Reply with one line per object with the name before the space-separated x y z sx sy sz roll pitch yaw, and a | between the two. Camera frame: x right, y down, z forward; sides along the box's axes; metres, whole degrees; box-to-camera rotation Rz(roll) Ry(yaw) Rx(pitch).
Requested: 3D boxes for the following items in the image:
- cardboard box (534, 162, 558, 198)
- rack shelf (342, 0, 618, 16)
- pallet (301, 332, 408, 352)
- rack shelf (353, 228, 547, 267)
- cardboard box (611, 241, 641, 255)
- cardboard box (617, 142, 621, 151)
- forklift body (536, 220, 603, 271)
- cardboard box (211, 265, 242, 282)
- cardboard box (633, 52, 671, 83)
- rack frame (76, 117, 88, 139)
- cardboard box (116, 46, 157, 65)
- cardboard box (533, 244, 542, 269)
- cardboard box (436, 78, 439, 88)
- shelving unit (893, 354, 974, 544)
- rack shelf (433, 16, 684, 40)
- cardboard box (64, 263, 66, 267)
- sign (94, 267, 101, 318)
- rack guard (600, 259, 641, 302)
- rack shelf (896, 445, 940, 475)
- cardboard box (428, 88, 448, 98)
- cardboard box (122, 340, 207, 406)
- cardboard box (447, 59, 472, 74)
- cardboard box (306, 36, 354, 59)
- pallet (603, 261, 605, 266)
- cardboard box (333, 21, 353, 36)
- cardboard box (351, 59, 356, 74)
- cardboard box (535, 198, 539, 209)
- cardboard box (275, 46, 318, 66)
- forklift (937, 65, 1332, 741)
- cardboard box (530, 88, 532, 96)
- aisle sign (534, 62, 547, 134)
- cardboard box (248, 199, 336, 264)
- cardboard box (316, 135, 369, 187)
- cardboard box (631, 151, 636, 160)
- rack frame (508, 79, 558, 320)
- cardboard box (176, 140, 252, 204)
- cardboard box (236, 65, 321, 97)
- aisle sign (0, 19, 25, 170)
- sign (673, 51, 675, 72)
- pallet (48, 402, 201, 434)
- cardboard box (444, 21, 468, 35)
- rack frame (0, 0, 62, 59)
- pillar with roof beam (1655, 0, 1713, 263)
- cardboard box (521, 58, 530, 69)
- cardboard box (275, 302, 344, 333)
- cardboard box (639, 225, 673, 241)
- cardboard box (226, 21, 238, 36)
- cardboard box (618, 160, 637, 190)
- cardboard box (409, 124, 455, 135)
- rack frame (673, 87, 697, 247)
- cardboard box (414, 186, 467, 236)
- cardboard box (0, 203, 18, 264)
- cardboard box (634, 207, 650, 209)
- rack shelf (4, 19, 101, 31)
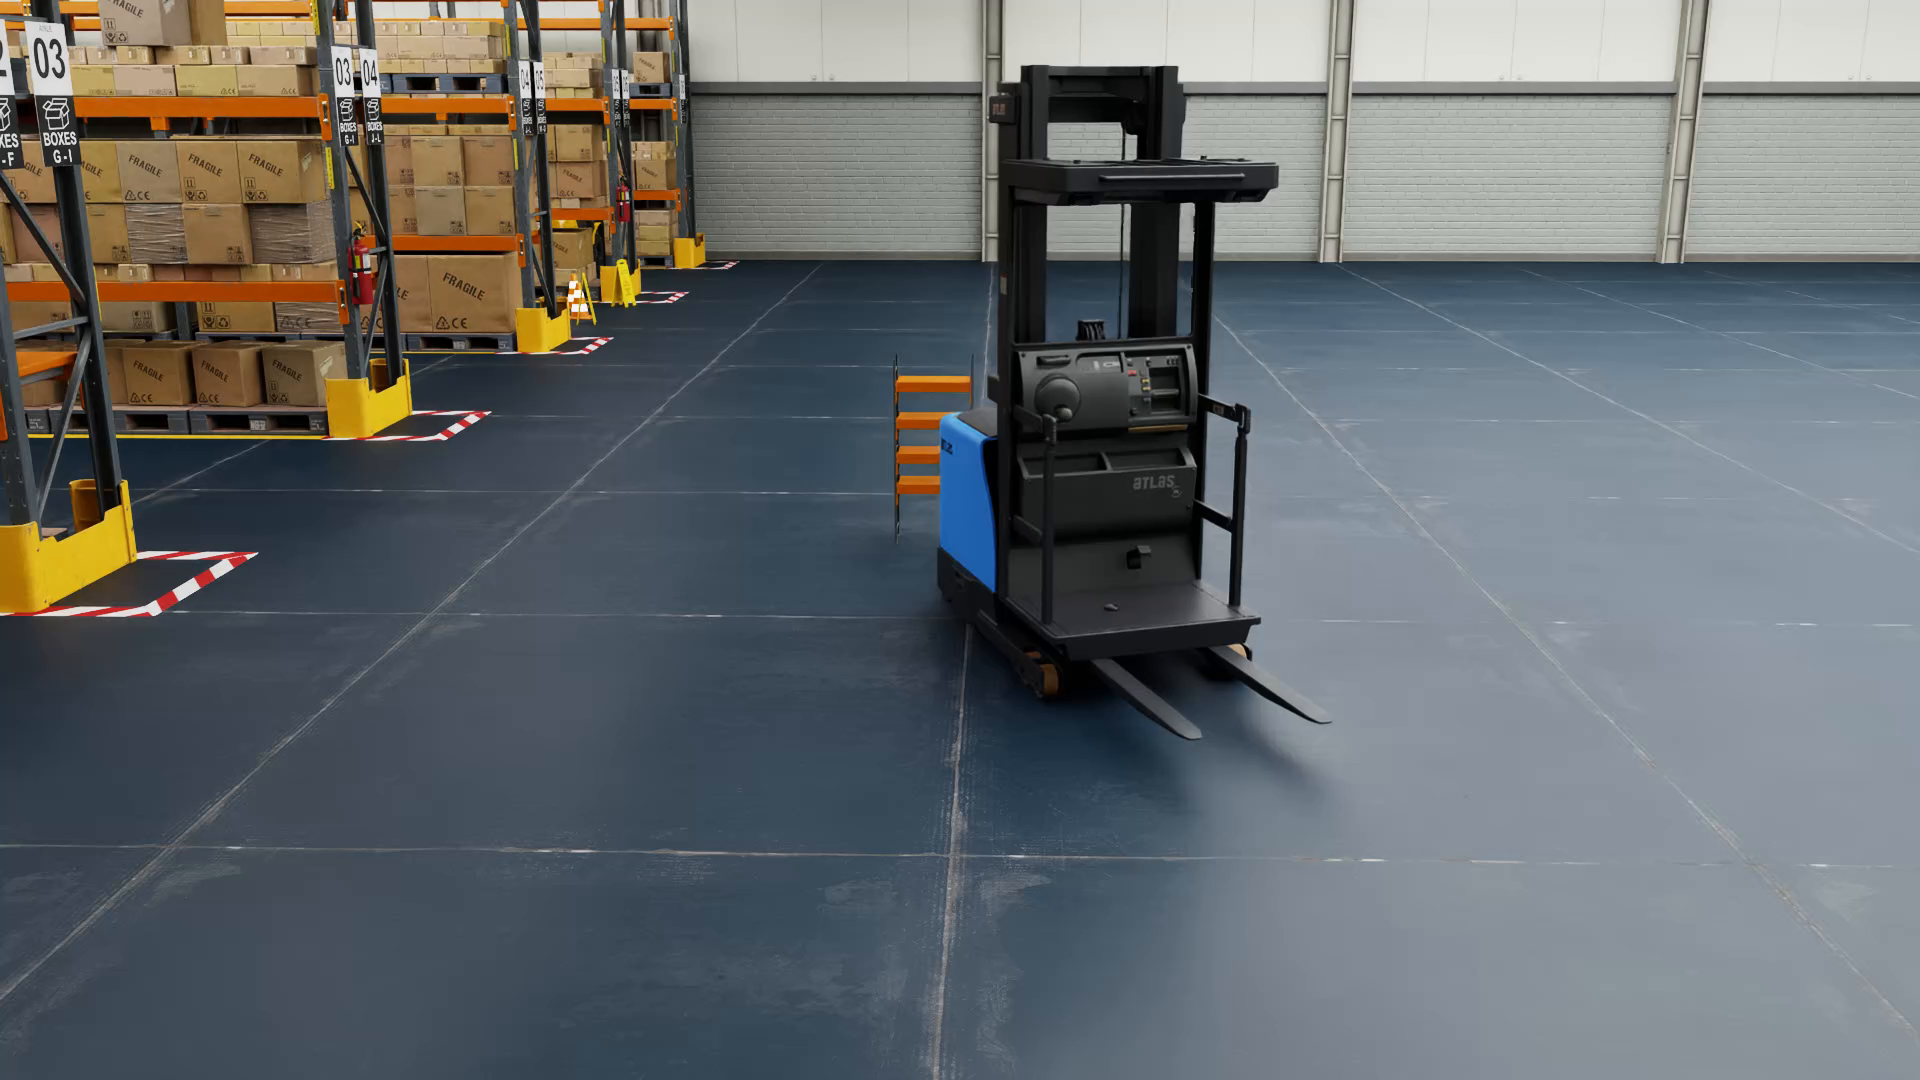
cardboard box | -5.910 -5.123 23.600 0.500 0.500 0.500 0 15 2
rack shelf | -6.859 -7.558 23.263 4.000 0.370 1.077 0 15 1
pallet | -6.903 -2.376 19.432 1.213 0.211 1.003 0 15 1
rack shelf | -6.884 -3.396 19.241 4.000 0.370 1.077 0 15 1
cardboard box | -5.711 -5.061 28.709 0.500 0.250 0.500 0 15 1
cardboard box | -5.857 -6.723 28.391 0.250 0.149 0.380 0 15 2
forklift body | -6.679 -5.396 27.076 1.214 2.155 2.313 0 15 1
cardboard box | -6.154 -2.290 14.131 0.250 0.149 0.380 0 15 1
cardboard box | -5.185 -7.950 27.998 0.500 0.500 0.500 1 15 3
rack frame | -12.857 -5.046 24.084 0.127 3.000 1.000 0 15 1
cardboard box | -6.699 -3.969 13.638 0.250 0.149 0.380 0 15 -1
cardboard box | -6.189 -4.171 23.865 0.500 0.500 0.500 1 15 4
cardboard box | -7.409 -6.461 23.280 0.500 0.250 0.500 1 15 2
shelving unit | -0.165 -0.581 10.691 0.503 1.200 0.258 0 15 1
rack shelf | -6.736 -8.632 28.111 4.000 0.370 1.077 0 15 1
cardboard box | -7.404 -2.286 14.118 0.250 0.149 0.380 0 15 1
sign | -5.221 -1.477 10.016 0.005 0.325 0.100 0 15 1
rack guard | -4.936 -3.785 24.207 0.348 0.500 1.175 0 15 1
rack shelf | -0.165 -0.516 10.708 0.480 0.148 0.258 0 15 1
cardboard box | -7.267 -6.253 23.273 0.250 0.149 0.380 0 15 0
cardboard box | -6.960 -1.473 14.620 0.500 0.500 0.500 2 15 7
cardboard box | -5.478 -5.228 18.370 0.250 0.149 0.380 0 15 2
cardboard box | -6.887 -5.446 18.413 0.500 0.250 0.500 1 15 2
pallet | -6.719 -4.914 29.052 1.213 0.211 1.003 0 15 1
cardboard box | -6.755 -5.622 18.299 0.250 0.149 0.380 0 15 2
cardboard box | -6.751 -5.237 18.401 0.250 0.149 0.380 1 15 2
cardboard box | -6.009 -4.794 23.624 0.250 0.149 0.380 1 15 2
cardboard box | -5.398 -3.959 13.598 0.250 0.149 0.380 0 15 1
forklift | 0.803 -0.774 8.027 1.130 2.935 3.031 -5 15 -17
cardboard box | -5.989 -6.276 23.359 0.250 0.149 0.380 0 15 2
aisle sign | -4.807 -5.063 19.056 0.004 0.787 0.394 0 15 1
cardboard box | -5.662 -2.669 14.297 0.500 0.500 0.875 0 15 1
cardboard box | -6.897 -4.326 18.946 0.500 0.550 0.875 0 15 1
cardboard box | -5.605 -6.563 28.370 0.250 0.149 0.380 1 15 2
rack frame | -4.885 -3.730 19.099 0.127 3.000 1.000 0 15 1
cardboard box | -6.169 -3.084 13.911 0.500 0.500 0.500 0 15 1
cardboard box | -5.601 -3.782 13.710 0.500 0.250 0.500 1 15 3
aisle sign | -5.175 -2.384 8.900 0.004 0.787 0.394 0 15 1
sign | -4.764 -7.961 27.675 0.005 0.325 0.100 0 15 1
pallet | -7.216 -1.141 14.752 1.213 0.211 1.003 0 15 1
cardboard box | -5.480 -5.614 18.269 0.250 0.149 0.380 0 15 2
rack frame | -5.239 -4.104 8.755 0.127 3.000 1.000 0 15 1
pillar with roof beam | 12.474 -8.179 24.202 0.400 9.000 9.100 0 15 1
cardboard box | -5.970 -6.658 23.245 0.250 0.149 0.380 0 15 2
cardboard box | -7.356 -2.905 19.314 0.875 0.875 0.875 0 15 2
cardboard box | -5.231 -5.298 28.628 0.500 0.250 0.500 0 15 1
cardboard box | -8.020 -5.630 18.330 0.250 0.149 0.380 0 15 1
cardboard box | -5.754 -6.250 28.452 0.500 0.500 0.500 1 15 3
cardboard box | -7.413 -5.618 23.514 0.500 0.500 0.700 0 15 0
rack frame | -4.737 -6.259 28.685 0.127 3.000 1.000 0 15 1
cardboard box | -5.808 -3.792 19.038 0.550 0.550 0.875 0 15 1
cardboard box | -8.164 -2.653 14.238 0.500 0.500 0.875 0 15 1
cardboard box | -5.712 -5.670 29.058 0.500 0.250 0.500 0 15 2
rack shelf | -14.733 -8.684 28.309 4.000 0.370 1.077 0 15 1
